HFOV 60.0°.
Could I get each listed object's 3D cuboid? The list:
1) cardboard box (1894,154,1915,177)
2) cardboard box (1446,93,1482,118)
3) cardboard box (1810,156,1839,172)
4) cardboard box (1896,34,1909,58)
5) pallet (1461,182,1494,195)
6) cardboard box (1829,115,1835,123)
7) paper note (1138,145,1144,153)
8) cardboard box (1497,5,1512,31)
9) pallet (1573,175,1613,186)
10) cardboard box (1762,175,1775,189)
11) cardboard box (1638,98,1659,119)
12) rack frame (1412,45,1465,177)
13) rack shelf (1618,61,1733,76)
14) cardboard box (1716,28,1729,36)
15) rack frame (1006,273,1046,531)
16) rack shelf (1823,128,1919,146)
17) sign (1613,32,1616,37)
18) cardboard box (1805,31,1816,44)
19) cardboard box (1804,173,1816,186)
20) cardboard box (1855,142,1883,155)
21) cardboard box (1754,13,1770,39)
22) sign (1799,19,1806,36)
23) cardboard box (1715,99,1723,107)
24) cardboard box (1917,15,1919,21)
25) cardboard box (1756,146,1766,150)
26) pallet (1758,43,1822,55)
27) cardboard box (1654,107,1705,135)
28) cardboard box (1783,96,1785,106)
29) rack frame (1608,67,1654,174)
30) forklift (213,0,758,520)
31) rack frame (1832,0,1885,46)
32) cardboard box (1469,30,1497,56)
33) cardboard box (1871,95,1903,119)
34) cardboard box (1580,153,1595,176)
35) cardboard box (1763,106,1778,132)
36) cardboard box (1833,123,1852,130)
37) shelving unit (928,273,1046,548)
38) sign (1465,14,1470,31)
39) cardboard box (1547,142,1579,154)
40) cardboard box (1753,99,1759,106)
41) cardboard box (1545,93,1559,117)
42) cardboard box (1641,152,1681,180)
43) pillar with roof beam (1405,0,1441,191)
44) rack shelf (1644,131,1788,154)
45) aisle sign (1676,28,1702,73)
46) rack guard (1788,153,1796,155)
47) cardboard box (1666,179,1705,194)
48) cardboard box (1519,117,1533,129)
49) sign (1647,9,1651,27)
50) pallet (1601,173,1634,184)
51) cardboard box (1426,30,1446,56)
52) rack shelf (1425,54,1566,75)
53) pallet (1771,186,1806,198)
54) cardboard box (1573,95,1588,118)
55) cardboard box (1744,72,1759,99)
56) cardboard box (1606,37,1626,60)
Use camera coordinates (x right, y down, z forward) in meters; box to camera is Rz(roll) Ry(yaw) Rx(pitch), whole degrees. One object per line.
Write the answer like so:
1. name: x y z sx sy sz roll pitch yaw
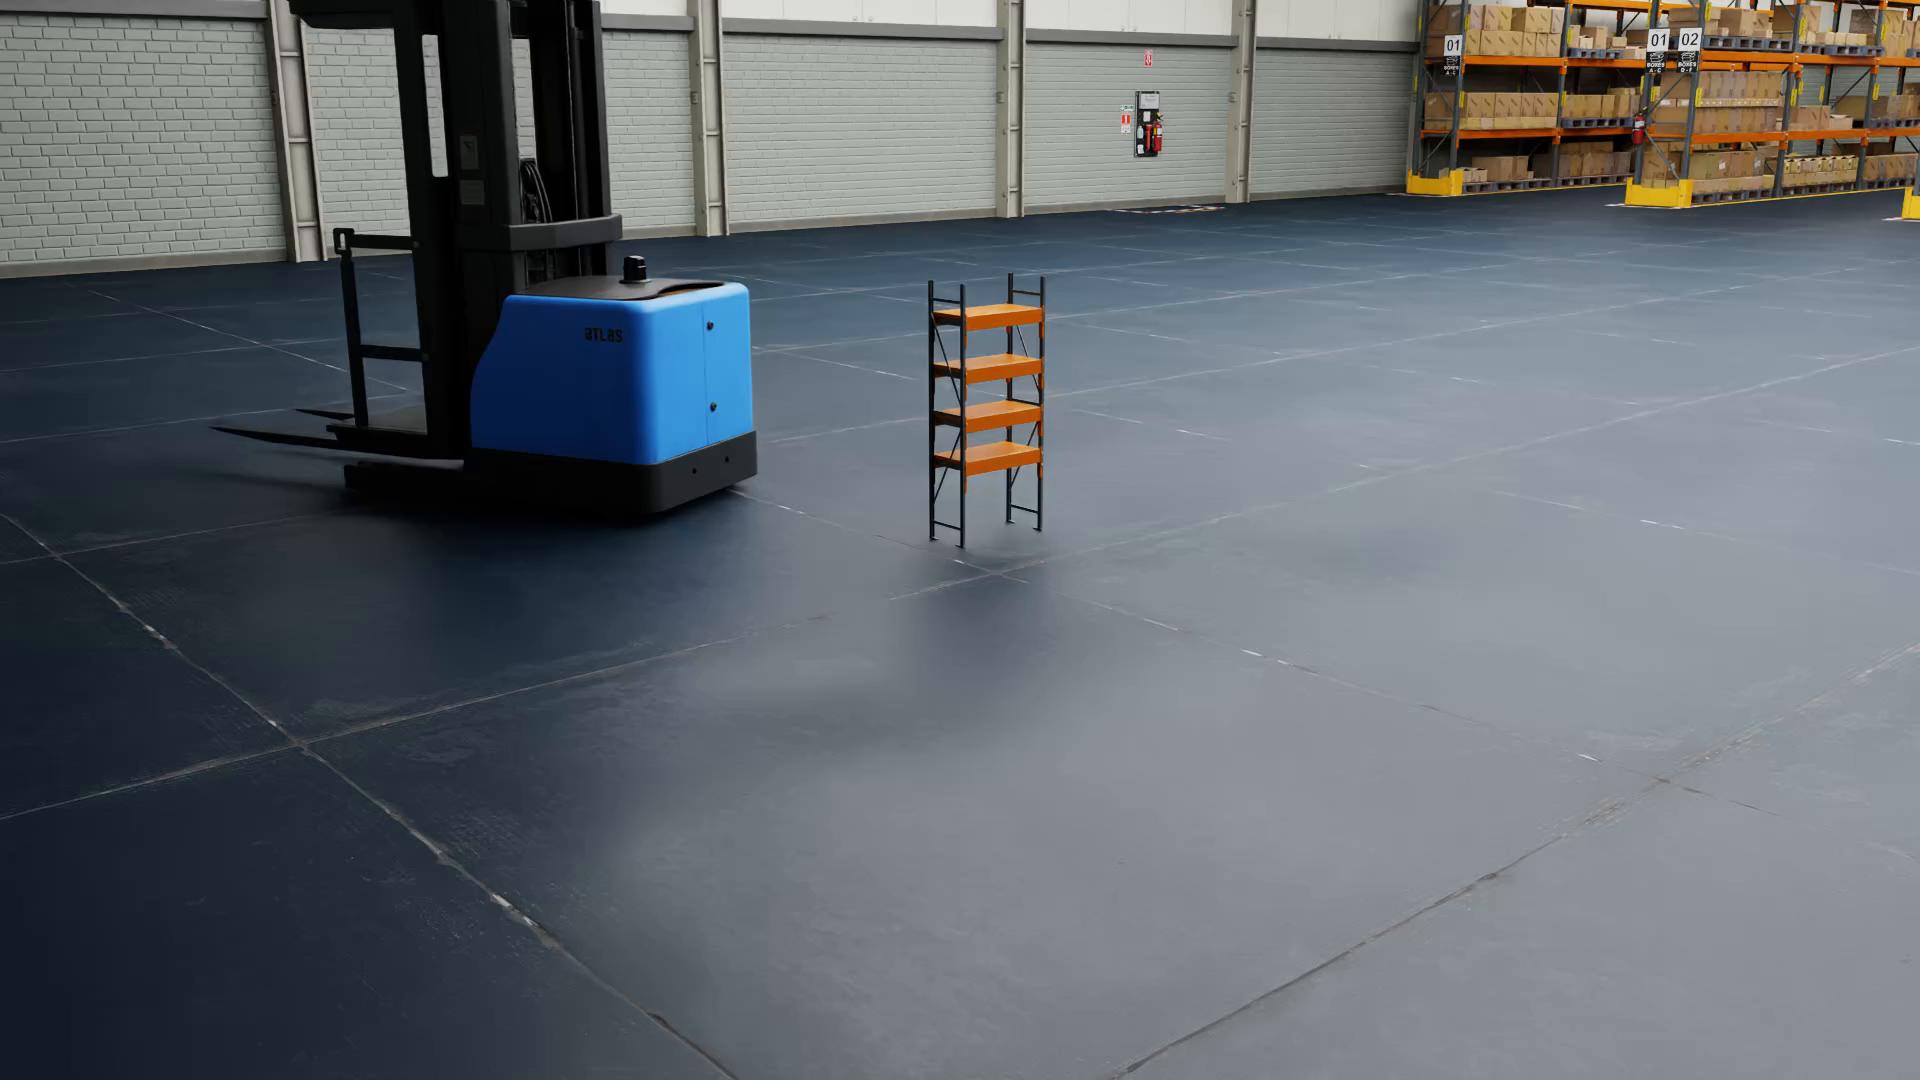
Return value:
1. cardboard box: 21.310 -8.510 37.789 0.500 0.500 0.500 -12 19 -39
2. cardboard box: 10.502 -9.064 34.671 0.500 0.500 0.500 -13 19 -39
3. cardboard box: 18.230 -7.969 35.197 0.500 0.311 0.500 -13 20 -40
4. cardboard box: 20.318 -10.887 36.688 0.500 0.500 0.910 -13 19 -39
5. pallet: 10.637 -7.539 35.565 1.213 0.211 1.003 -13 19 -39
6. cardboard box: 18.432 -8.977 35.719 0.500 0.311 0.500 -13 20 -40
7. paper note: 3.310 -7.160 30.449 0.142 0.148 0.016 -13 19 -39
8. cardboard box: 11.185 -10.915 34.818 0.500 0.500 0.500 -12 19 -38
9. pallet: 14.469 -8.413 38.837 1.213 0.211 1.003 -13 19 -39
10. cardboard box: 16.010 -7.210 33.444 0.500 0.250 0.500 -13 19 -39
11. cardboard box: 16.514 -10.332 39.809 0.500 0.500 0.500 -12 19 -38
12. rack frame: 9.944 -8.743 34.668 0.127 3.000 1.000 -13 19 -39
13. rack shelf: 17.488 -11.538 40.715 4.000 0.370 1.077 -13 19 -39
14. cardboard box: 14.202 -9.542 31.250 0.250 0.149 0.380 -13 19 -39
15. rack frame: 0.309 -0.649 7.855 0.015 1.200 0.240 -13 19 -39
16. rack shelf: 20.743 -9.125 37.494 4.000 0.370 1.077 -13 19 -39
17. sign: 15.621 -11.944 39.687 0.005 0.325 0.100 -13 19 -39
18. cardboard box: 17.100 -10.232 33.909 0.500 0.250 0.500 14 20 42
19. cardboard box: 17.459 -7.526 34.626 0.500 0.250 0.500 -13 20 -41
20. cardboard box: 20.594 -8.890 37.757 0.500 0.250 0.500 -13 20 -40
21. cardboard box: 15.663 -10.190 32.997 0.500 0.500 0.500 -11 18 -35
22. sign: 16.582 -10.086 32.729 0.005 0.325 0.100 -13 19 -39
23. cardboard box: 14.214 -8.295 31.540 0.250 0.149 0.380 -13 20 -40
24. cardboard box: 22.593 -11.882 38.477 0.500 0.500 0.700 -13 19 -39
25. cardboard box: 20.795 -10.140 43.930 0.500 0.500 0.700 -13 20 -41
26. pallet: 16.873 -9.965 33.803 1.217 0.209 0.805 -14 20 -42
27. cardboard box: 13.559 -7.904 31.333 0.500 0.500 0.700 -13 19 -39
28. cardboard box: 21.636 -11.510 44.445 0.700 0.700 0.980 -12 19 -37
29. rack frame: 15.979 -10.098 39.741 0.127 3.000 1.000 -13 19 -39
30. forklift: -2.631 -1.744 8.600 3.031 2.935 1.130 7 16 23
31. rack frame: 19.234 -12.032 35.359 0.127 3.000 1.000 -13 19 -39
32. cardboard box: 10.789 -10.342 34.609 0.500 0.500 0.500 -11 19 -36
33. cardboard box: 20.450 -9.632 36.989 0.500 0.500 0.700 -9 17 -29
34. cardboard box: 14.274 -8.729 38.608 0.500 0.500 0.700 -12 19 -39
35. cardboard box: 15.886 -8.428 33.297 0.500 0.500 0.700 -13 20 -41
36. cardboard box: 18.737 -8.807 35.394 0.250 0.149 0.380 -13 19 -39
37. shelving unit: 0.125 -0.608 7.700 0.503 1.200 0.258 -13 19 -39
38. sign: 10.300 -10.508 33.772 0.005 0.325 0.100 -13 19 -39
39. cardboard box: 13.836 -8.991 38.134 0.500 0.250 0.500 -13 20 -41
40. cardboard box: 15.383 -8.558 32.527 0.250 0.149 0.380 -13 20 -40
41. cardboard box: 12.808 -9.579 36.599 0.500 0.500 0.500 -13 20 -39
42. cardboard box: 13.408 -7.164 31.820 0.500 0.500 0.500 -13 19 -39
43. pillar with roof beam: 12.730 -11.090 31.830 0.400 9.000 9.100 -13 19 -39
44. rack shelf: 14.707 -7.770 32.421 4.000 0.370 1.077 -13 19 -39
45. aisle sign: 13.350 -8.964 30.459 0.004 0.787 0.394 -13 19 -39
46. rack guard: 22.032 -10.249 45.153 0.348 0.500 1.175 -13 19 -39
47. cardboard box: 13.749 -6.701 31.538 0.500 0.250 0.500 -13 19 -39
48. cardboard box: 12.053 -9.047 36.060 0.500 0.250 0.500 -13 20 -40
49. sign: 12.853 -9.726 30.973 0.005 0.325 0.100 -13 19 -39
50. pallet: 15.389 -8.619 39.607 1.213 0.211 1.003 -13 19 -39
51. cardboard box: 10.093 -10.370 34.714 0.500 0.500 0.500 -11 18 -35
52. rack shelf: 11.453 -10.183 35.642 4.000 0.370 1.077 -13 19 -39
53. pallet: 16.746 -7.242 34.452 1.213 0.211 1.003 -13 19 -39
54. cardboard box: 13.794 -9.854 37.782 0.500 0.500 0.700 -10 18 -34
55. cardboard box: 15.127 -8.885 32.492 0.500 0.500 0.700 -13 20 -39
56. cardboard box: 14.940 -11.405 38.584 0.637 0.503 0.797 -9 18 -32
